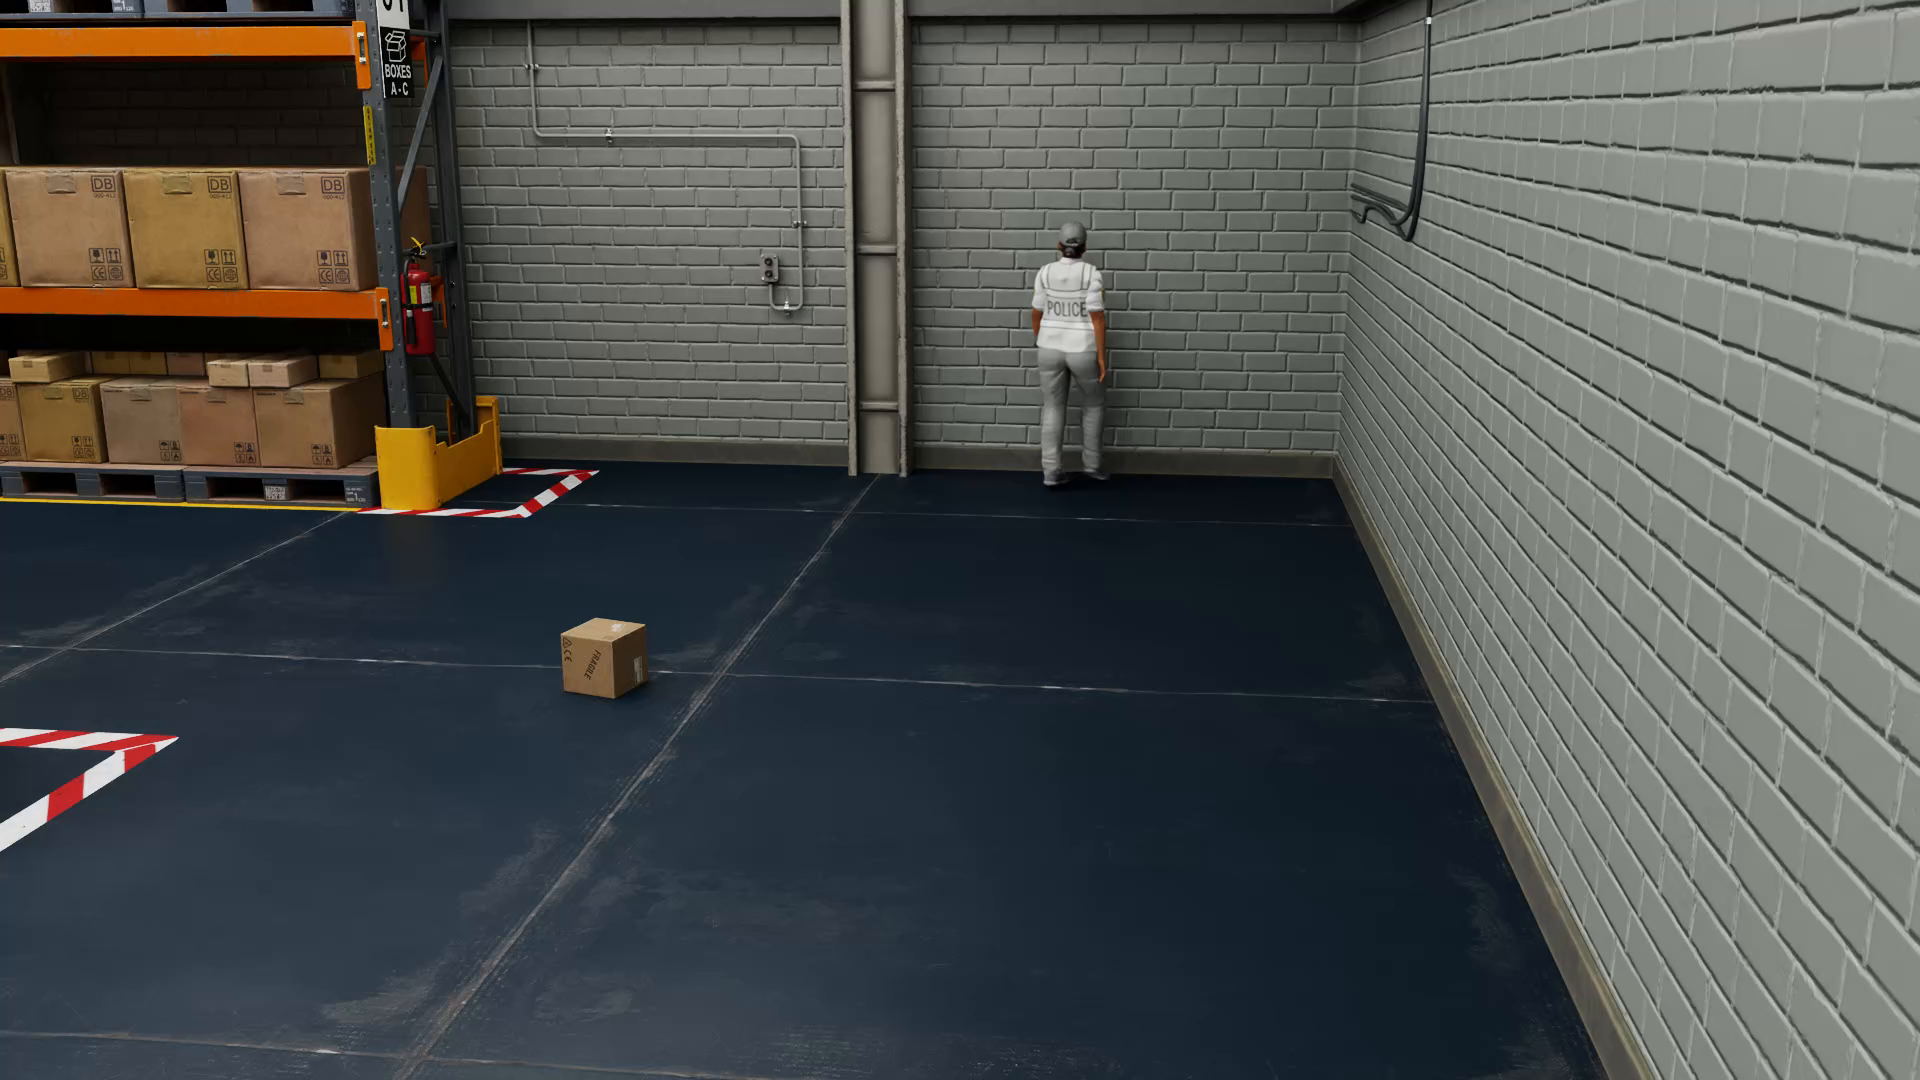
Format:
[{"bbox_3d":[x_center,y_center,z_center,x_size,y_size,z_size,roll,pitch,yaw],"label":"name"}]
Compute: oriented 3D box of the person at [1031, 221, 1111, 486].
[{"bbox_3d":[0.717,-1.161,10.573,0.508,1.717,0.600,4,15,16],"label":"person"}]
